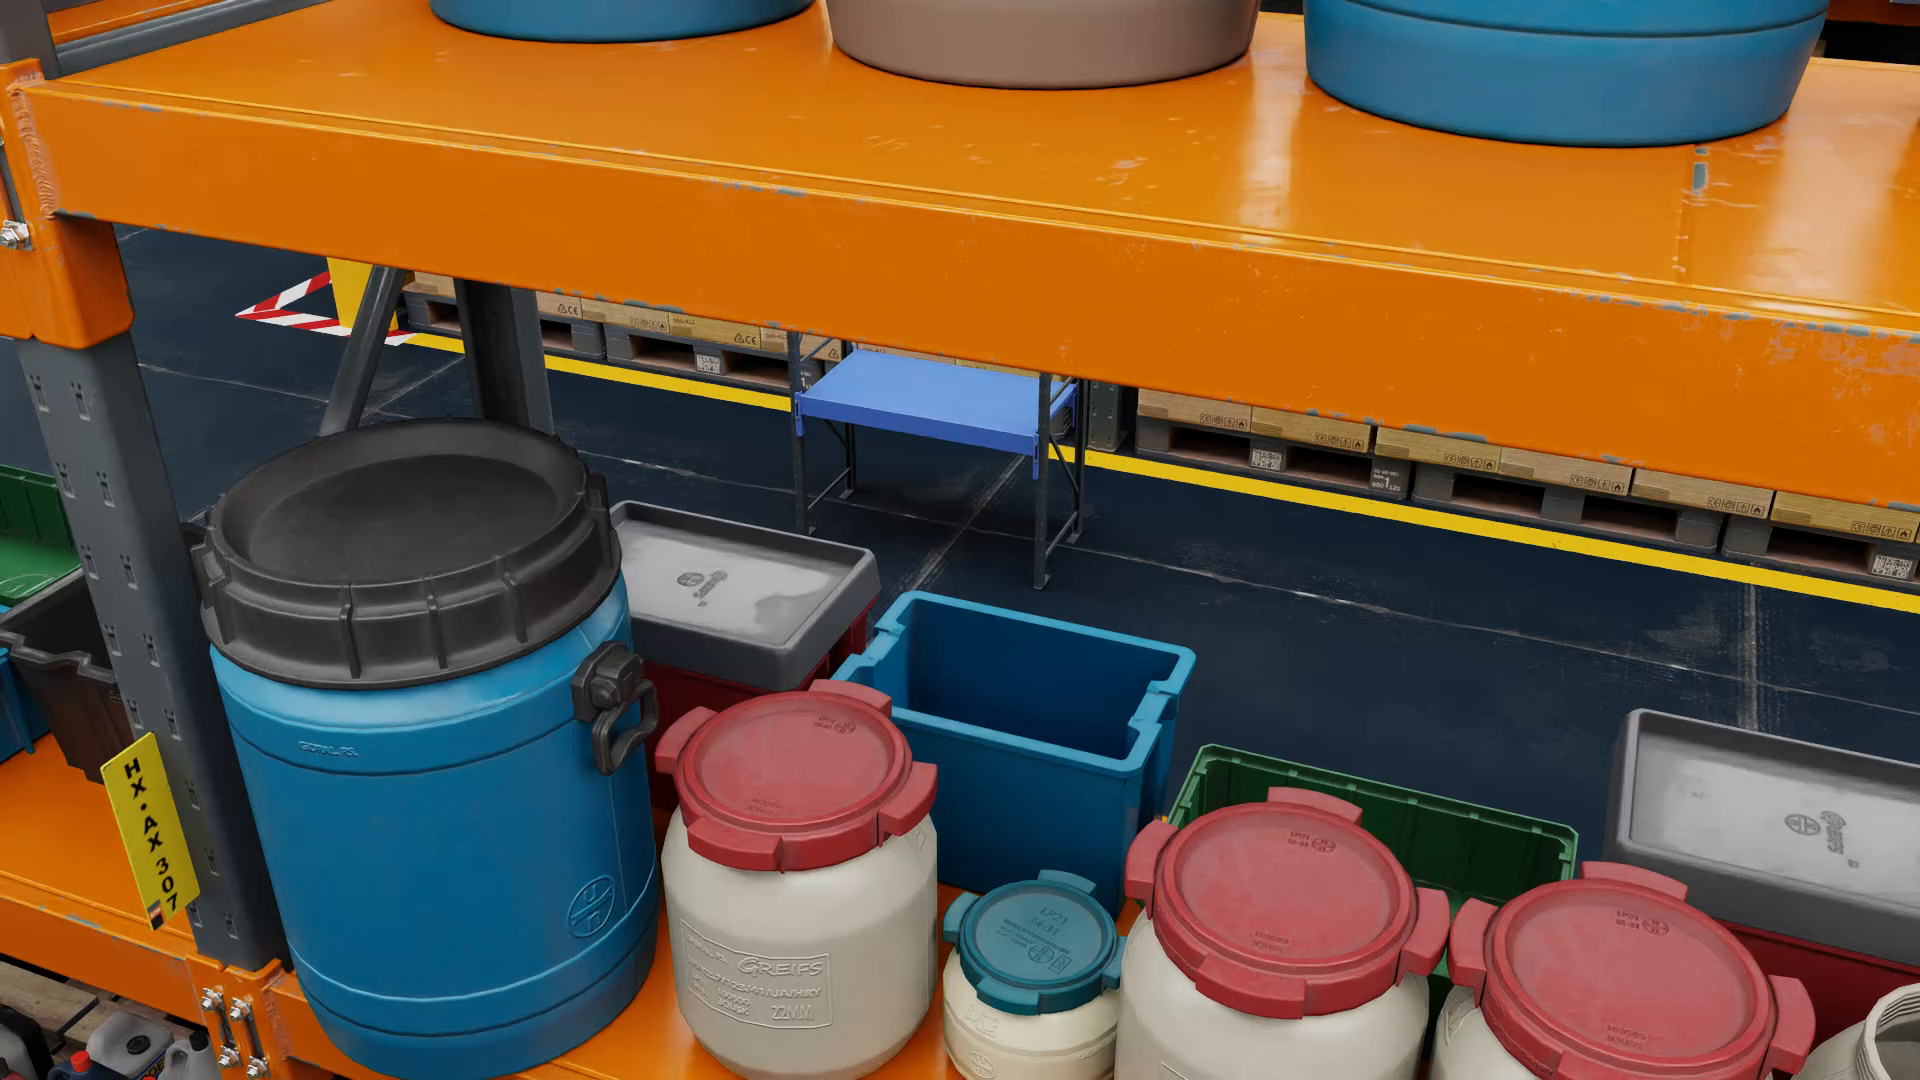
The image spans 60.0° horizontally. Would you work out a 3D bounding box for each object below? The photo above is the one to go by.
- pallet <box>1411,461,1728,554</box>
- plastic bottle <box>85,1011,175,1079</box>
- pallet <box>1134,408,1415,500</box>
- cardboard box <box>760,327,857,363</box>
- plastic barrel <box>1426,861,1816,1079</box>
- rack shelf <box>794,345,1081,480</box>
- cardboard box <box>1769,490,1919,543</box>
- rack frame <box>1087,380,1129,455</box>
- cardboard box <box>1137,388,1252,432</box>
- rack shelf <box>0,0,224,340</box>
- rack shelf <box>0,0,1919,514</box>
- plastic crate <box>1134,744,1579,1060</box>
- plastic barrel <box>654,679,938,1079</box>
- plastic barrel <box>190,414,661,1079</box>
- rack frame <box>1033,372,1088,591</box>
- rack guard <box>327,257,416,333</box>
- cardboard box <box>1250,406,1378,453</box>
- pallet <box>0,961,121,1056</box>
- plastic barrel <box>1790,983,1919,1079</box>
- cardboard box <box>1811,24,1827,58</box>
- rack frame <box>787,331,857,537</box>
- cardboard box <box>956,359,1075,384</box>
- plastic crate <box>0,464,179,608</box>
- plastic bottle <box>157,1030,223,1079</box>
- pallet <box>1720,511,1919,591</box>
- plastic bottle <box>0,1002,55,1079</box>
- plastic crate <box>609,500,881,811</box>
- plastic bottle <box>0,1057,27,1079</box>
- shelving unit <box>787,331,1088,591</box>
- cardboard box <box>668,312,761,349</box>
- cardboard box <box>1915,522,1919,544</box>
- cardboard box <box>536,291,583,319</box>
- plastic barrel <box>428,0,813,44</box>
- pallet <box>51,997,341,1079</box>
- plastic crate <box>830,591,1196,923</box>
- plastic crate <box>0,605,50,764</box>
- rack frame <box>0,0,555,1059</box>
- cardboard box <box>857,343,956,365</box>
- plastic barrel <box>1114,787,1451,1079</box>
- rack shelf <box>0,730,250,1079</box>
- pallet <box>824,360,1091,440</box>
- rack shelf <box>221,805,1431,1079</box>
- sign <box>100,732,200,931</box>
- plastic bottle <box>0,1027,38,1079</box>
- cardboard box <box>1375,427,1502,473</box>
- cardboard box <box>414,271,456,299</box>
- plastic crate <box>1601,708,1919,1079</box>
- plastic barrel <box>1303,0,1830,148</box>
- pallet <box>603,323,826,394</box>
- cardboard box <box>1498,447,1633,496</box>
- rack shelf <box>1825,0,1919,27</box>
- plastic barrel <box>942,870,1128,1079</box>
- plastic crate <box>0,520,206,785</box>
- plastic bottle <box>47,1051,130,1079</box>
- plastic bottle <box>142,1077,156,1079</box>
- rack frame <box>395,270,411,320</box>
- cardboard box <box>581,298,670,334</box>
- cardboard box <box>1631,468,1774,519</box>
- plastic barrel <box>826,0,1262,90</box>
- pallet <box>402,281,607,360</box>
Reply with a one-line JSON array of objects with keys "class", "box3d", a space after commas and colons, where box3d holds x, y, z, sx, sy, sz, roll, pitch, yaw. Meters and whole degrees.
[{"class": "pallet", "box3d": [2.649, -0.369, 7.188, 1.213, 0.211, 1.003, 11, 31, 19]}, {"class": "plastic bottle", "box3d": [-1.899, 1.230, 3.846, 0.135, 0.276, 0.152, 11, 31, 19]}, {"class": "pallet", "box3d": [1.514, -0.594, 7.586, 1.213, 0.211, 1.003, 11, 31, 19]}, {"class": "cardboard box", "box3d": [-0.623, -1.081, 7.982, 0.500, 0.250, 0.500, 11, 31, 19]}, {"class": "plastic barrel", "box3d": [0.836, 0.765, 2.210, 0.433, 0.535, 0.433, 0, 29, 0]}, {"class": "rack shelf", "box3d": [-0.079, -0.512, 6.497, 1.000, 0.185, 0.538, 11, 31, 19]}, {"class": "cardboard box", "box3d": [3.465, -0.252, 6.515, 0.500, 0.250, 0.500, 11, 31, 19]}, {"class": "rack frame", "box3d": [0.817, -1.926, 7.110, 0.127, 3.000, 1.000, 11, 31, 19]}, {"class": "cardboard box", "box3d": [1.098, -0.725, 7.351, 0.500, 0.250, 0.500, 11, 31, 18]}, {"class": "rack shelf", "box3d": [-2.902, -1.031, 3.209, 4.000, 0.370, 1.077, 11, 31, 19]}, {"class": "rack shelf", "box3d": [0.804, -0.291, 1.899, 4.000, 0.370, 1.077, 11, 31, 19]}, {"class": "plastic crate", "box3d": [0.671, 0.617, 2.825, 0.662, 0.188, 0.450, 11, 31, 19]}, {"class": "plastic barrel", "box3d": [-0.245, 0.549, 2.592, 0.433, 0.535, 0.433, 0, 29, 0]}, {"class": "plastic barrel", "box3d": [-0.805, 0.323, 2.621, 0.708, 0.901, 0.600, 11, 31, 19]}, {"class": "rack frame", "box3d": [0.392, -0.575, 6.242, 0.032, 1.500, 0.500, 11, 31, 19]}, {"class": "rack guard", "box3d": [-2.912, -1.583, 9.042, 0.348, 0.500, 1.175, 11, 31, 19]}, {"class": "cardboard box", "box3d": [1.571, -0.629, 7.183, 0.500, 0.250, 0.500, 12, 32, 20]}, {"class": "pallet", "box3d": [-2.790, 1.177, 4.453, 1.213, 0.211, 1.003, 11, 31, 19]}, {"class": "plastic barrel", "box3d": [1.234, 0.852, 2.081, 0.421, 0.512, 0.421, 0, 29, 0]}, {"class": "cardboard box", "box3d": [5.191, -3.119, 10.551, 0.500, 0.250, 0.500, 12, 32, 20]}, {"class": "rack frame", "box3d": [-0.550, -0.763, 6.575, 0.032, 1.500, 0.500, 11, 31, 19]}, {"class": "cardboard box", "box3d": [0.305, -0.898, 7.658, 0.500, 0.250, 0.500, 11, 31, 19]}, {"class": "plastic crate", "box3d": [-2.201, 0.044, 3.839, 0.662, 0.188, 0.450, 11, 31, 19]}, {"class": "plastic bottle", "box3d": [-1.700, 1.240, 3.753, 0.185, 0.351, 0.144, 11, 31, 19]}, {"class": "pallet", "box3d": [3.775, -0.142, 6.788, 1.213, 0.211, 1.003, 11, 31, 19]}, {"class": "plastic bottle", "box3d": [-2.216, 1.188, 3.913, 0.133, 0.283, 0.061, 11, 31, 19]}, {"class": "plastic crate", "box3d": [-0.485, 0.254, 3.188, 0.583, 0.464, 0.402, 11, 31, 19]}, {"class": "plastic bottle", "box3d": [-2.098, 1.288, 3.736, 0.133, 0.283, 0.061, 13, 32, 22]}, {"class": "shelving unit", "box3d": [-0.079, -0.669, 6.409, 1.048, 1.500, 0.538, 11, 31, 19]}, {"class": "cardboard box", "box3d": [-1.087, -1.173, 8.145, 0.500, 0.250, 0.500, 11, 31, 19]}, {"class": "cardboard box", "box3d": [3.944, -0.158, 6.349, 0.500, 0.250, 0.500, 12, 32, 20]}, {"class": "cardboard box", "box3d": [-2.012, -1.361, 8.476, 0.500, 0.250, 0.500, 11, 31, 19]}, {"class": "plastic barrel", "box3d": [-0.496, -1.197, 2.262, 0.708, 0.901, 0.600, 11, 31, 19]}, {"class": "pallet", "box3d": [-1.655, 1.402, 4.055, 1.213, 0.211, 1.003, 11, 31, 19]}, {"class": "plastic crate", "box3d": [0.090, 0.401, 3.009, 0.575, 0.384, 0.392, 11, 31, 19]}, {"class": "plastic crate", "box3d": [-2.176, 0.315, 3.295, 0.616, 0.251, 0.499, 11, 31, 19]}, {"class": "rack frame", "box3d": [-1.050, 0.333, 3.112, 0.053, 2.616, 0.949, 11, 31, 19]}, {"class": "cardboard box", "box3d": [-0.155, -0.995, 7.830, 0.500, 0.250, 0.500, 11, 31, 19]}, {"class": "plastic barrel", "box3d": [0.435, 0.685, 2.351, 0.433, 0.535, 0.433, 0, 29, 0]}, {"class": "rack shelf", "box3d": [-2.902, 0.275, 3.947, 4.000, 0.370, 1.077, 11, 31, 19]}, {"class": "pallet", "box3d": [0.096, -0.879, 8.090, 1.213, 0.211, 1.003, 11, 31, 19]}, {"class": "rack shelf", "box3d": [0.804, 1.015, 2.637, 4.000, 0.370, 1.077, 11, 31, 19]}, {"class": "sign", "box3d": [-1.266, 0.460, 2.607, 0.005, 0.325, 0.100, 11, 31, 19]}, {"class": "plastic bottle", "box3d": [-2.231, 1.210, 3.805, 0.185, 0.351, 0.144, 11, 31, 19]}, {"class": "cardboard box", "box3d": [2.052, -0.535, 7.015, 0.500, 0.250, 0.500, 10, 31, 18]}, {"class": "cardboard box", "box3d": [-2.476, -1.451, 8.637, 0.500, 0.250, 0.500, 11, 31, 19]}, {"class": "plastic crate", "box3d": [1.275, 0.605, 2.566, 0.583, 0.464, 0.402, 11, 31, 19]}, {"class": "plastic barrel", "box3d": [0.716, -0.955, 1.834, 0.708, 0.901, 0.600, 11, 31, 19]}, {"class": "pallet", "box3d": [-1.039, -1.104, 8.488, 1.213, 0.211, 1.003, 11, 31, 19]}, {"class": "cardboard box", "box3d": [2.523, -0.440, 6.848, 0.500, 0.250, 0.500, 12, 32, 20]}, {"class": "rack shelf", "box3d": [4.529, -3.502, 10.629, 4.000, 0.370, 1.077, 11, 31, 19]}, {"class": "plastic barrel", "box3d": [0.120, 0.707, 2.592, 0.301, 0.262, 0.301, 0, 29, 0]}, {"class": "plastic crate", "box3d": [-1.486, 0.204, 3.404, 0.504, 0.338, 0.767, 11, 31, 19]}, {"class": "plastic bottle", "box3d": [-1.932, 1.270, 3.700, 0.185, 0.351, 0.144, 10, 31, 17]}, {"class": "plastic bottle", "box3d": [-1.754, 1.305, 3.637, 0.185, 0.351, 0.144, 10, 31, 18]}, {"class": "rack frame", "box3d": [-2.890, -2.666, 8.419, 0.127, 3.000, 1.000, 11, 31, 19]}, {"class": "cardboard box", "box3d": [-1.548, -1.268, 8.312, 0.500, 0.250, 0.500, 11, 31, 19]}, {"class": "cardboard box", "box3d": [3.000, -0.346, 6.682, 0.500, 0.250, 0.500, 12, 32, 20]}, {"class": "plastic barrel", "box3d": [0.110, -1.076, 2.048, 0.600, 0.901, 0.600, 0, 29, 0]}, {"class": "pallet", "box3d": [-2.165, -1.330, 8.888, 1.213, 0.211, 1.003, 11, 31, 19]}]
